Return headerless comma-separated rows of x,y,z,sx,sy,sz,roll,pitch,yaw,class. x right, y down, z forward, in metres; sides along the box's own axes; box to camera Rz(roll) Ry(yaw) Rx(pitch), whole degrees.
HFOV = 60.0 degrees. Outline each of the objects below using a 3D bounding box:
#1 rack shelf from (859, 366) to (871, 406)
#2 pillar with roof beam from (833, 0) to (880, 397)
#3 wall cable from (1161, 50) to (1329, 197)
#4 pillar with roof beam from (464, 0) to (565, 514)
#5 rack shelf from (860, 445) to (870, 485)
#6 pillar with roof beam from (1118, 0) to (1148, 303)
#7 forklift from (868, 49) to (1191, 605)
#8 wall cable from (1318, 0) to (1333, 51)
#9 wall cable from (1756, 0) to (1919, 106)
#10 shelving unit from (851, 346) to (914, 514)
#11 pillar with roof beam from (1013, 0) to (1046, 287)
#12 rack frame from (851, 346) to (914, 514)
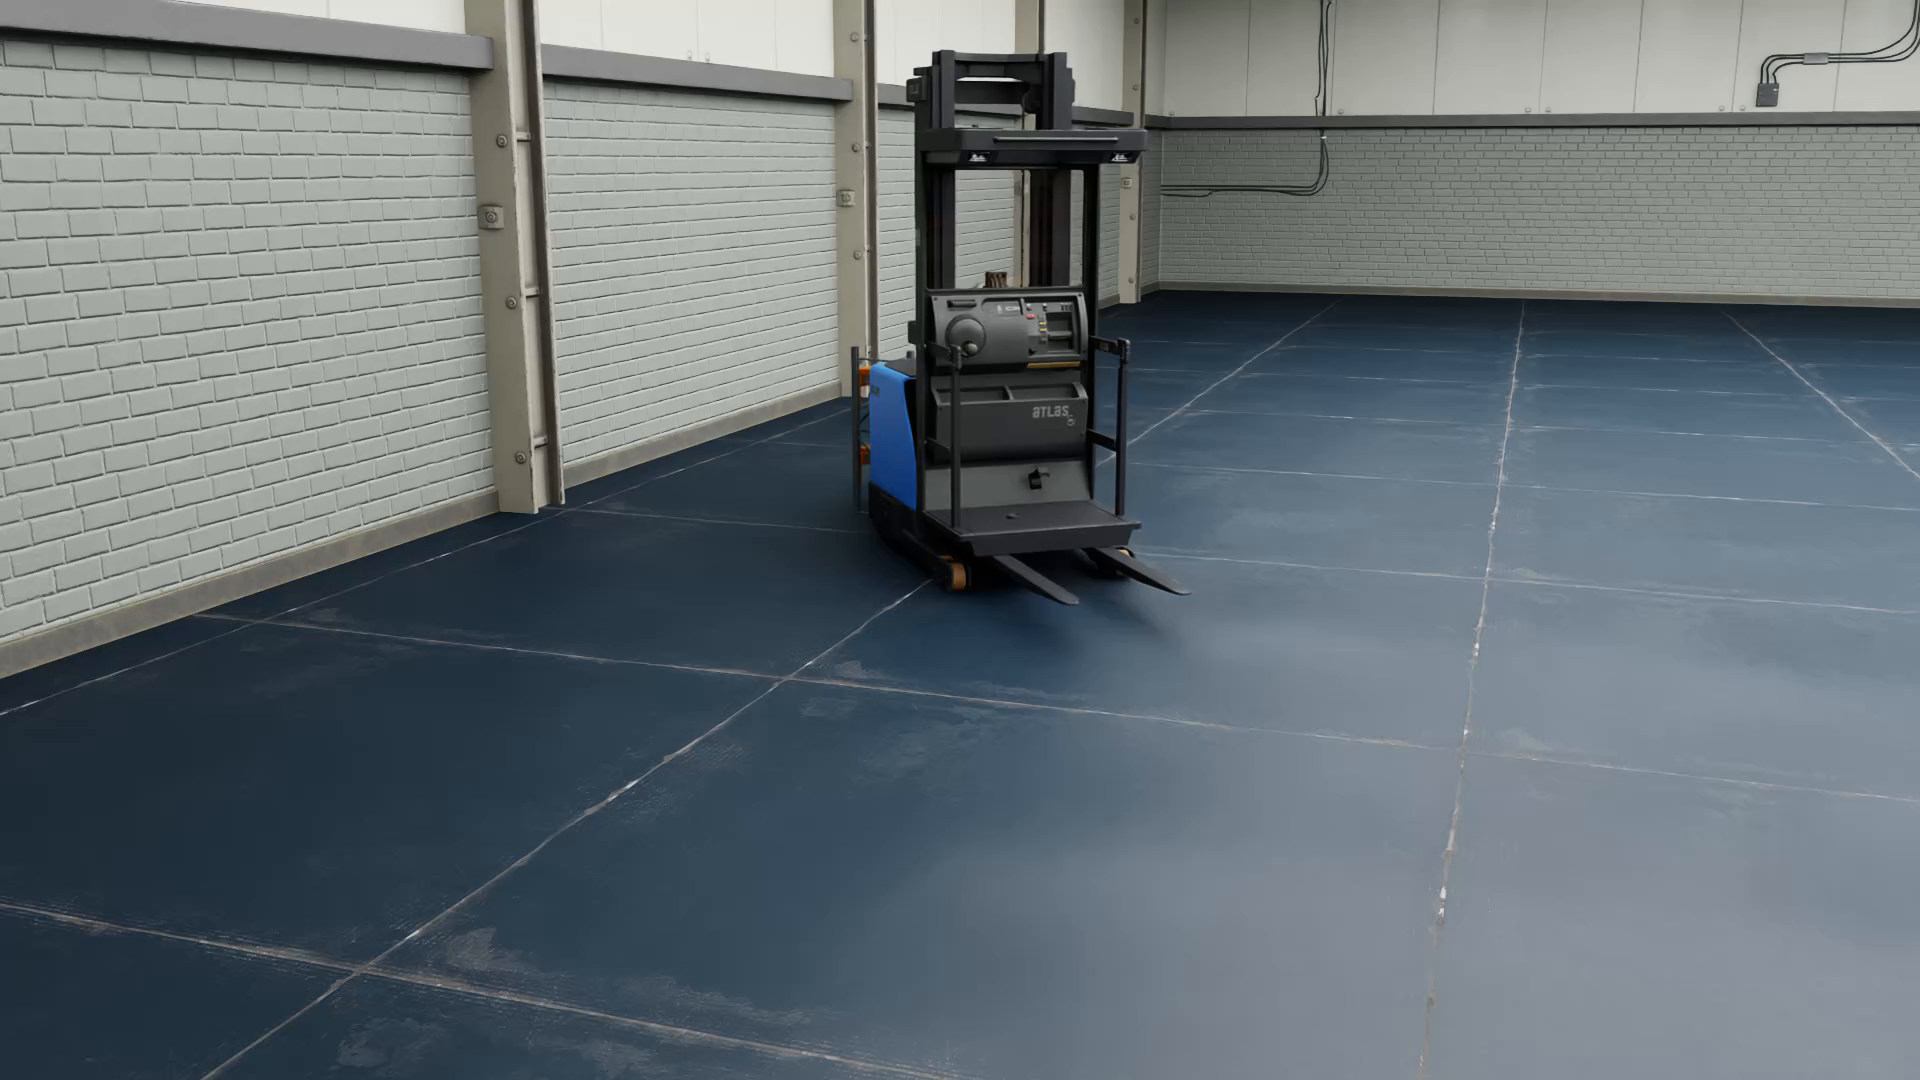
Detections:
-0.224,-1.090,11.420,0.538,0.278,1.000,9,15,33,rack shelf
3.048,-5.570,14.668,9.100,9.000,0.400,4,14,18,pillar with roof beam
5.062,-7.418,29.742,3.097,2.526,0.112,4,14,18,wall cable
1.107,-4.307,9.133,9.100,9.000,0.400,4,14,18,pillar with roof beam
-0.224,-0.566,11.540,0.538,0.278,1.000,9,15,33,rack shelf
6.931,-8.097,25.738,9.100,9.000,0.400,4,14,18,pillar with roof beam
0.358,-1.241,9.340,1.130,2.935,3.031,-4,14,-18,forklift
7.621,-9.685,28.327,3.097,2.526,0.112,4,14,18,wall cable
14.039,-9.903,26.009,2.305,6.003,0.169,4,14,18,wall cable
-0.224,-0.805,11.485,0.538,1.125,1.048,9,15,33,shelving unit
4.989,-6.833,20.203,9.100,9.000,0.400,4,14,18,pillar with roof beam
-0.512,-0.711,11.077,0.500,1.125,0.032,9,15,33,rack frame
